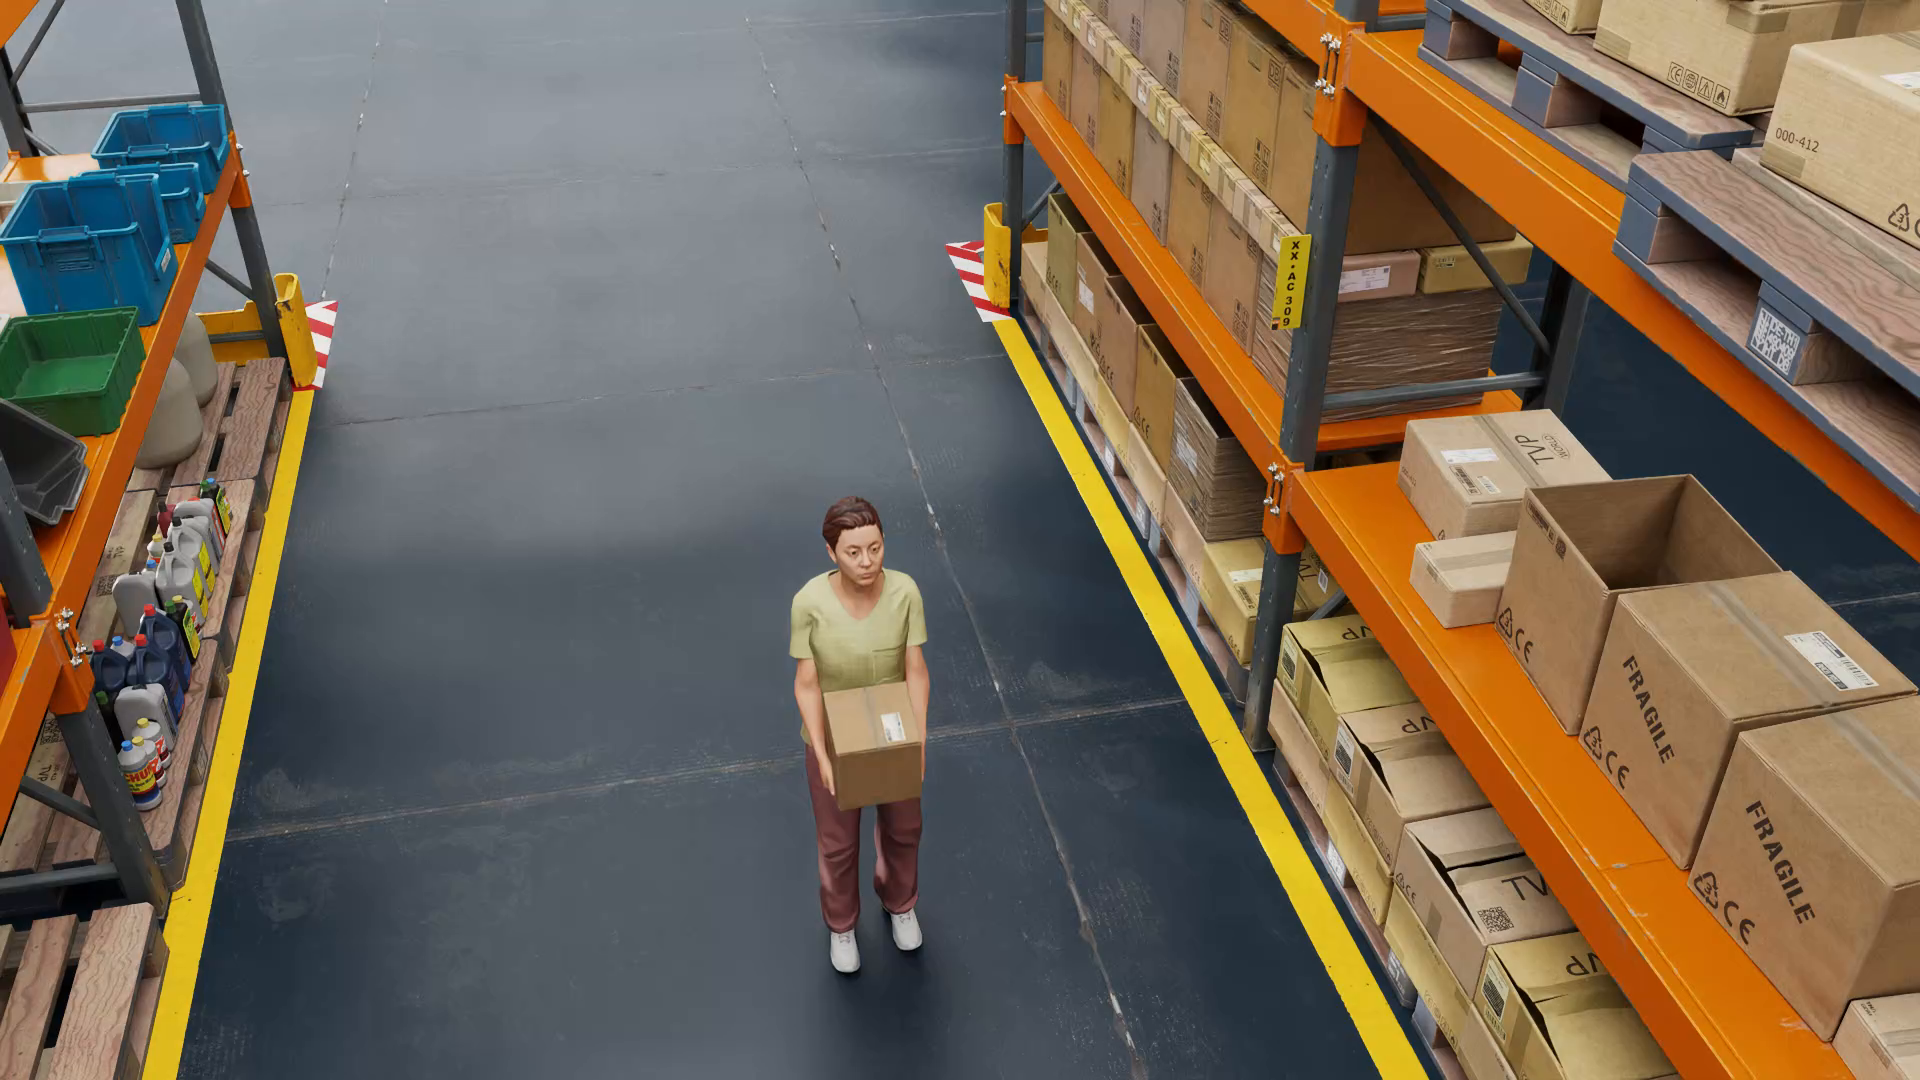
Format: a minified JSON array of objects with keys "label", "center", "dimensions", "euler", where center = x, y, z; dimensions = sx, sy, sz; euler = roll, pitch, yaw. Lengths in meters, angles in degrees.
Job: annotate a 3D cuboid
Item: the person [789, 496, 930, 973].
[{"label":"person","center":[-0.294,0.651,5.206],"dimensions":[0.427,1.662,0.553],"euler":[-7,35,-10]}]
